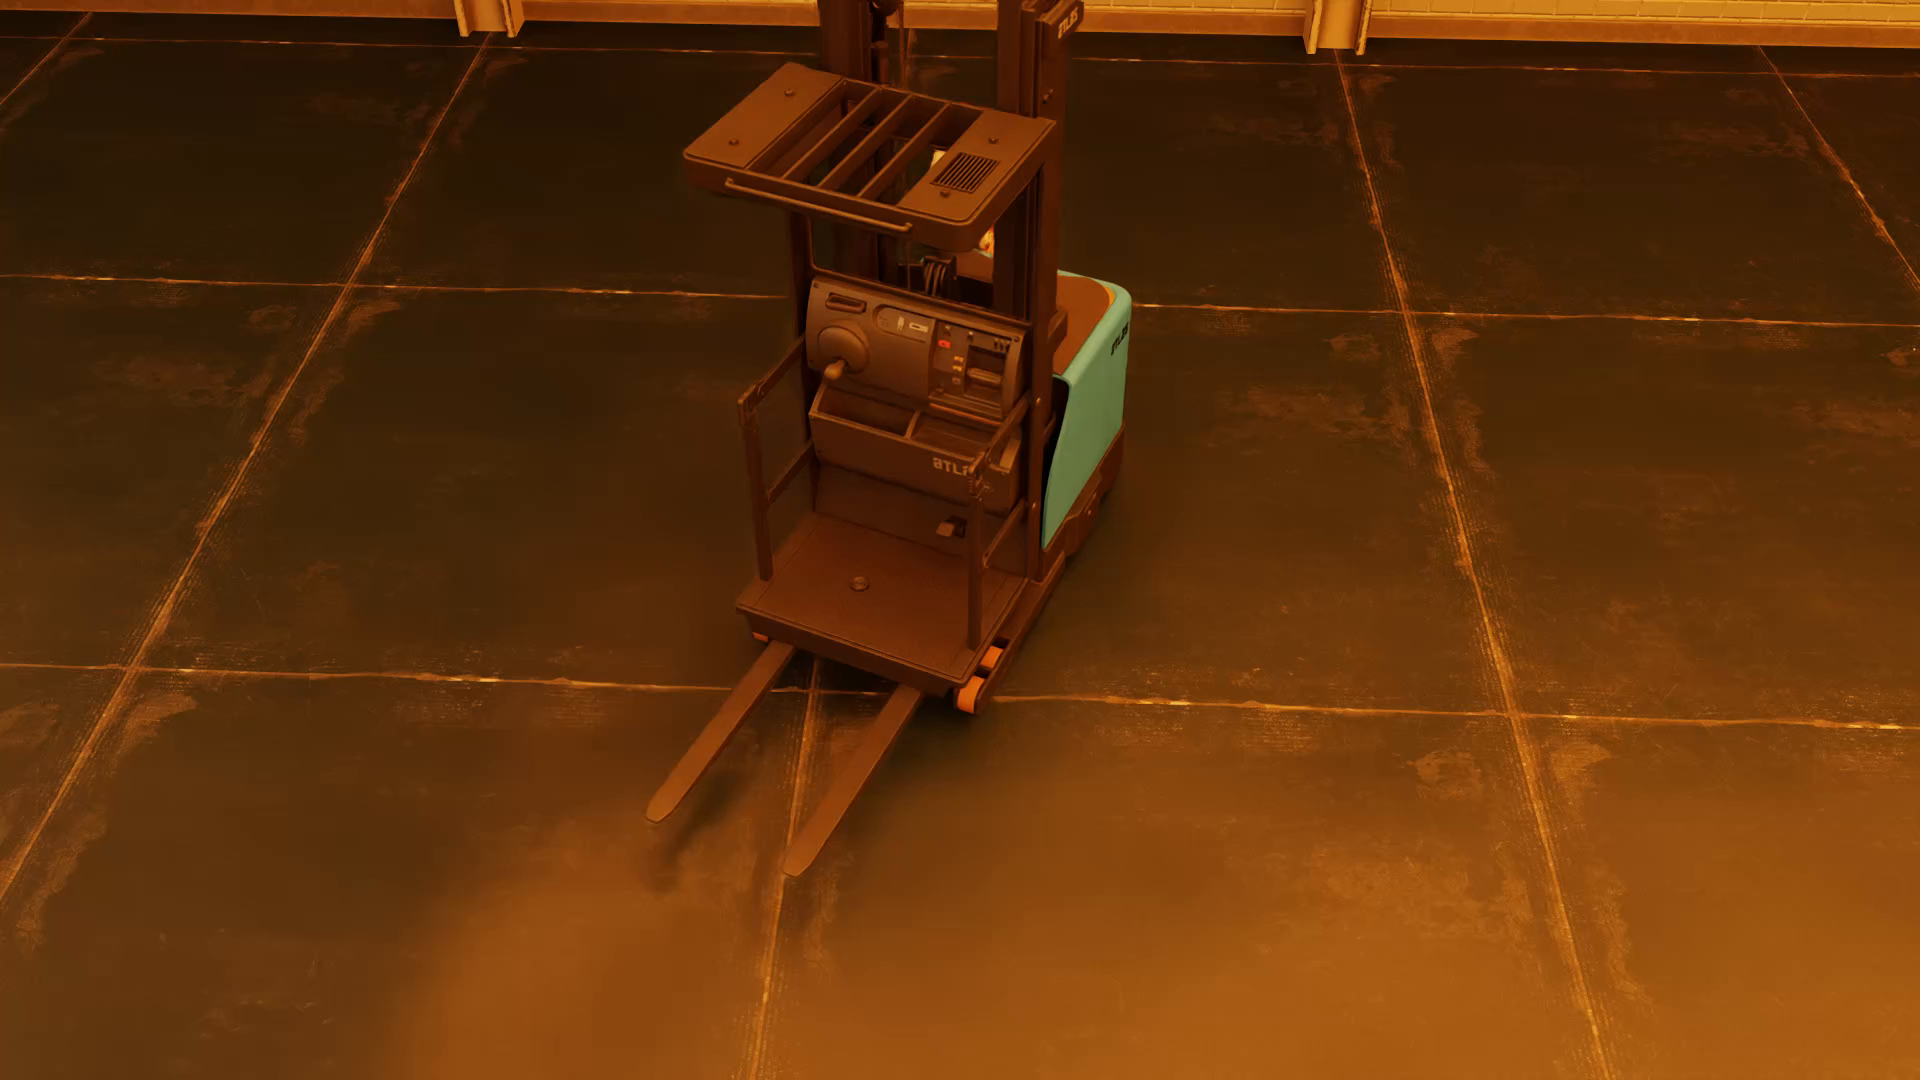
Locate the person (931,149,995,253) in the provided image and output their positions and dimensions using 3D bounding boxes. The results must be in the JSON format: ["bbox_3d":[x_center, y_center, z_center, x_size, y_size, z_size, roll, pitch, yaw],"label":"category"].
[{"bbox_3d":[0.191,-1.413,8.259,0.667,1.646,0.808,-3,42,-3],"label":"person"}]

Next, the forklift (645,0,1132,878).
[{"bbox_3d":[-0.278,-0.679,6.486,1.130,2.935,3.031,17,45,18],"label":"forklift"}]
